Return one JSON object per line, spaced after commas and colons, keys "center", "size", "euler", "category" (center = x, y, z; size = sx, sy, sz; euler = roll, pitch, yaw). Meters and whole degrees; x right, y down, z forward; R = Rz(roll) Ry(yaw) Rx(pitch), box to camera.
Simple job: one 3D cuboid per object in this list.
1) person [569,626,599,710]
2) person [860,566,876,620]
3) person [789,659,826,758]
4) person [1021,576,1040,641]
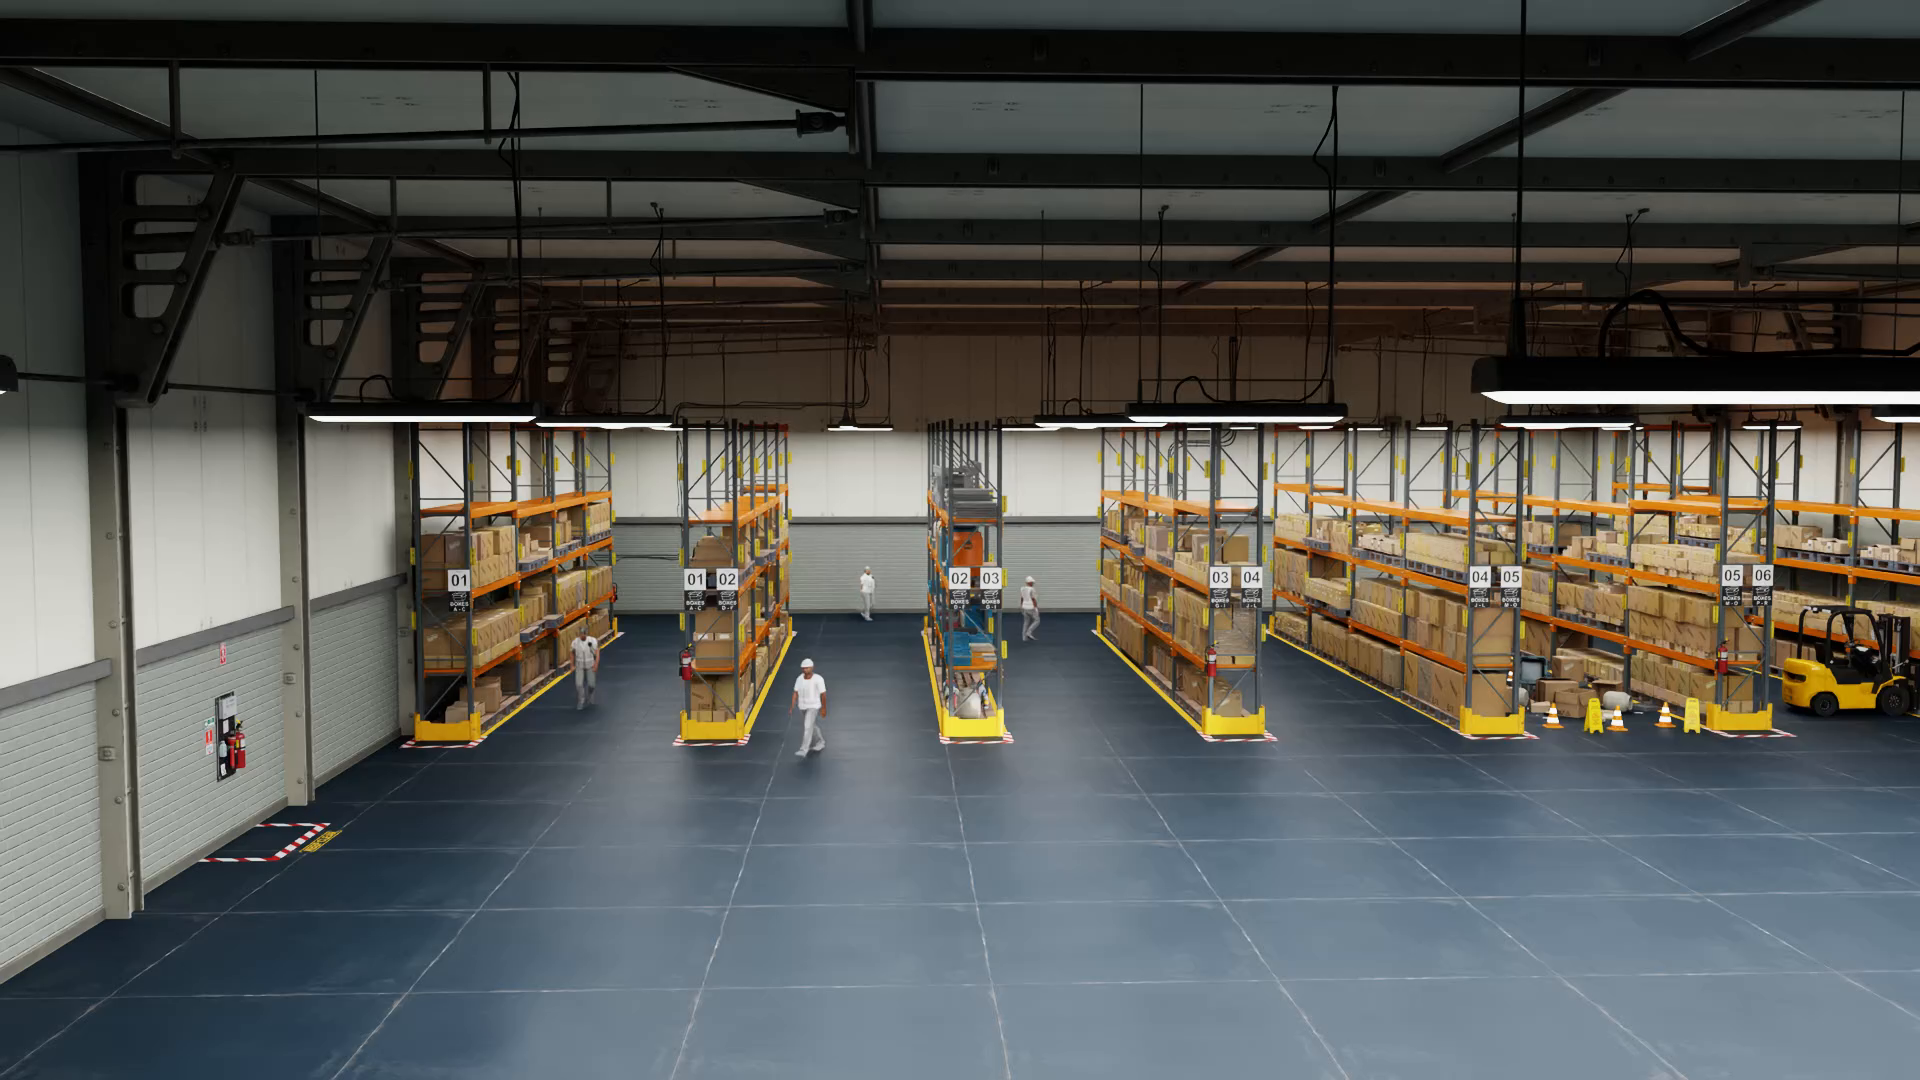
{"center": [-7.851, 2.640, 34.769], "size": [0.624, 1.741, 0.618], "euler": [-1, 4, -8], "category": "person"}
{"center": [-2.856, 1.621, 50.953], "size": [0.579, 1.647, 0.486], "euler": [3, 5, 38], "category": "person"}
{"center": [-2.723, 2.958, 29.505], "size": [0.581, 1.694, 1.105], "euler": [3, 5, 38], "category": "person"}
{"center": [1.885, 1.890, 45.712], "size": [0.461, 1.782, 0.608], "euler": [-3, 5, -37], "category": "person"}
